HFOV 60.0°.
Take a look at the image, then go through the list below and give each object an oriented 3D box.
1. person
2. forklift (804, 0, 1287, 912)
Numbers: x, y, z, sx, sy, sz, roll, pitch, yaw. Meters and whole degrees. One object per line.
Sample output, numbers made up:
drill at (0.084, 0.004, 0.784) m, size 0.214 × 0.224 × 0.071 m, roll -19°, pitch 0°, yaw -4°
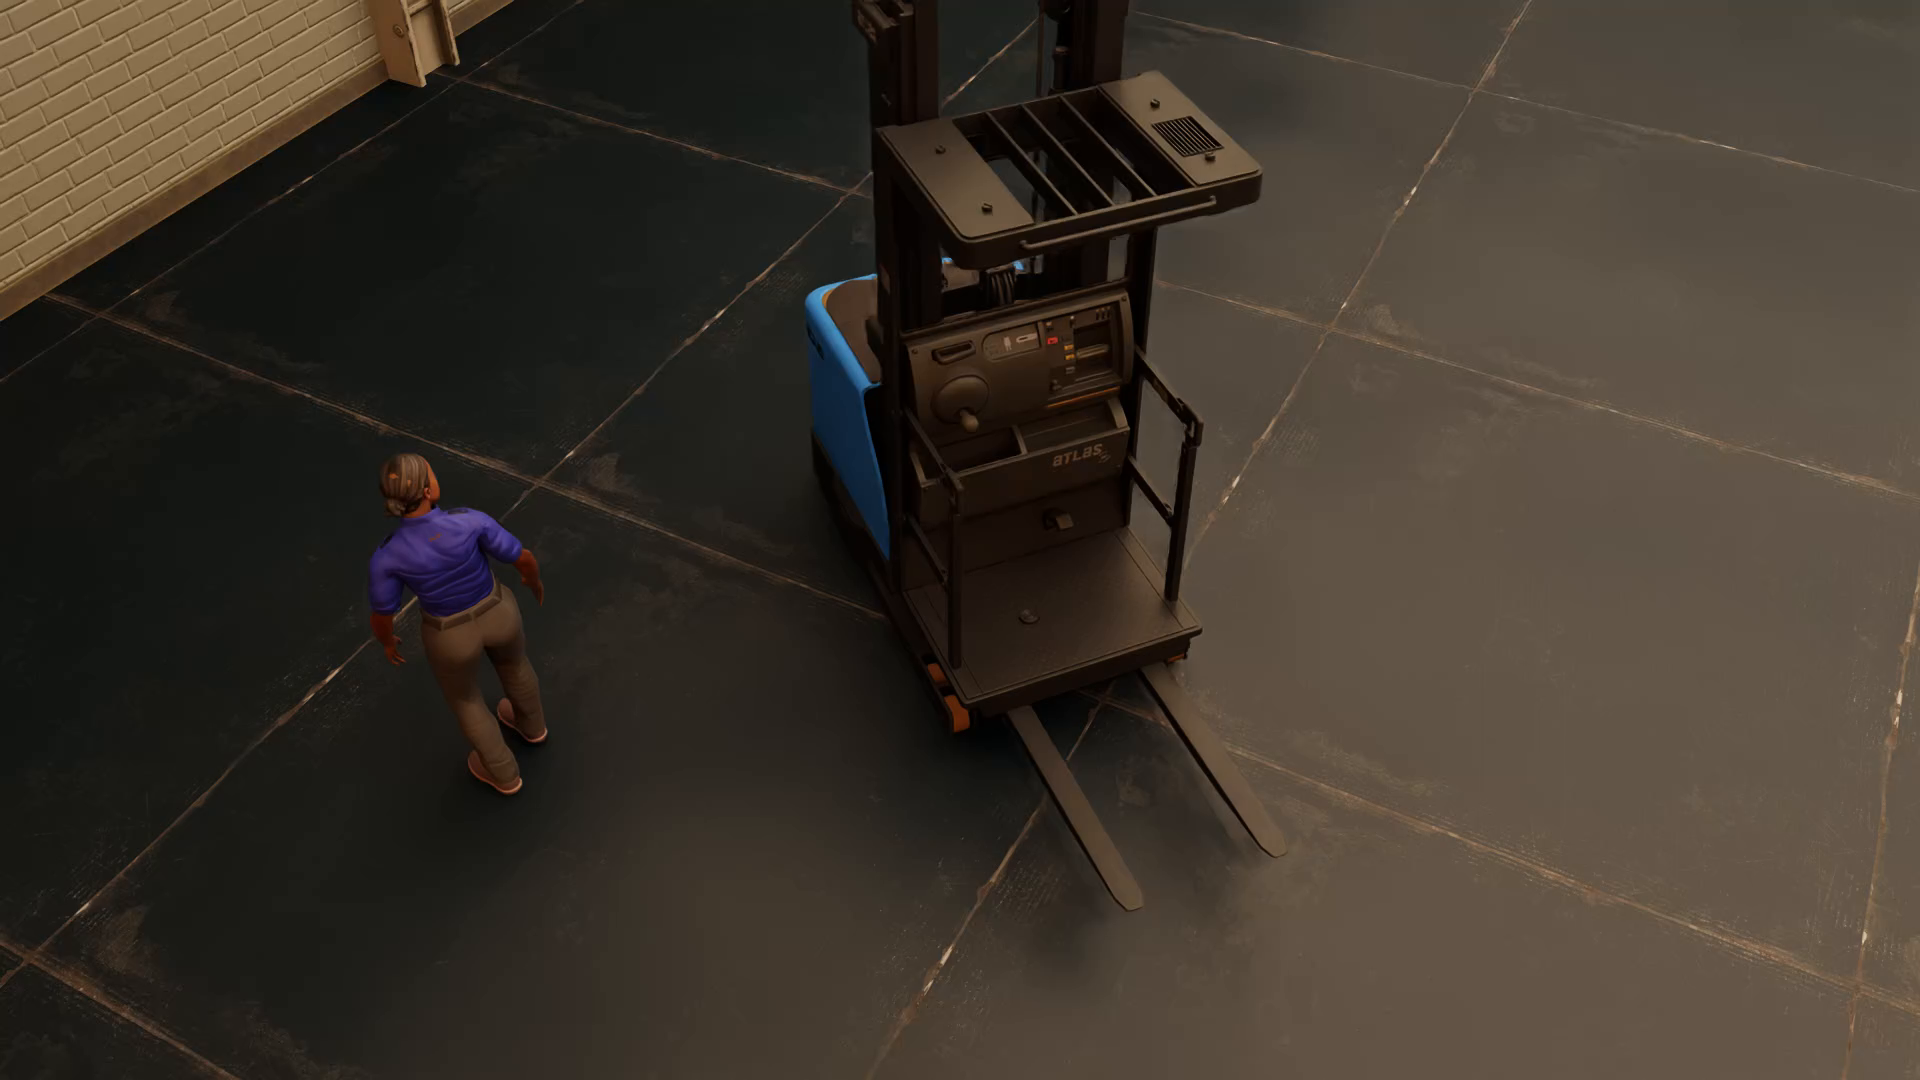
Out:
person at (-1.895, 0.285, 6.293) m, size 0.658 × 1.644 × 0.474 m, roll -27°, pitch 49°, yaw -25°
forklift at (0.329, -0.601, 6.291) m, size 1.130 × 2.935 × 3.031 m, roll -16°, pitch 46°, yaw -16°
